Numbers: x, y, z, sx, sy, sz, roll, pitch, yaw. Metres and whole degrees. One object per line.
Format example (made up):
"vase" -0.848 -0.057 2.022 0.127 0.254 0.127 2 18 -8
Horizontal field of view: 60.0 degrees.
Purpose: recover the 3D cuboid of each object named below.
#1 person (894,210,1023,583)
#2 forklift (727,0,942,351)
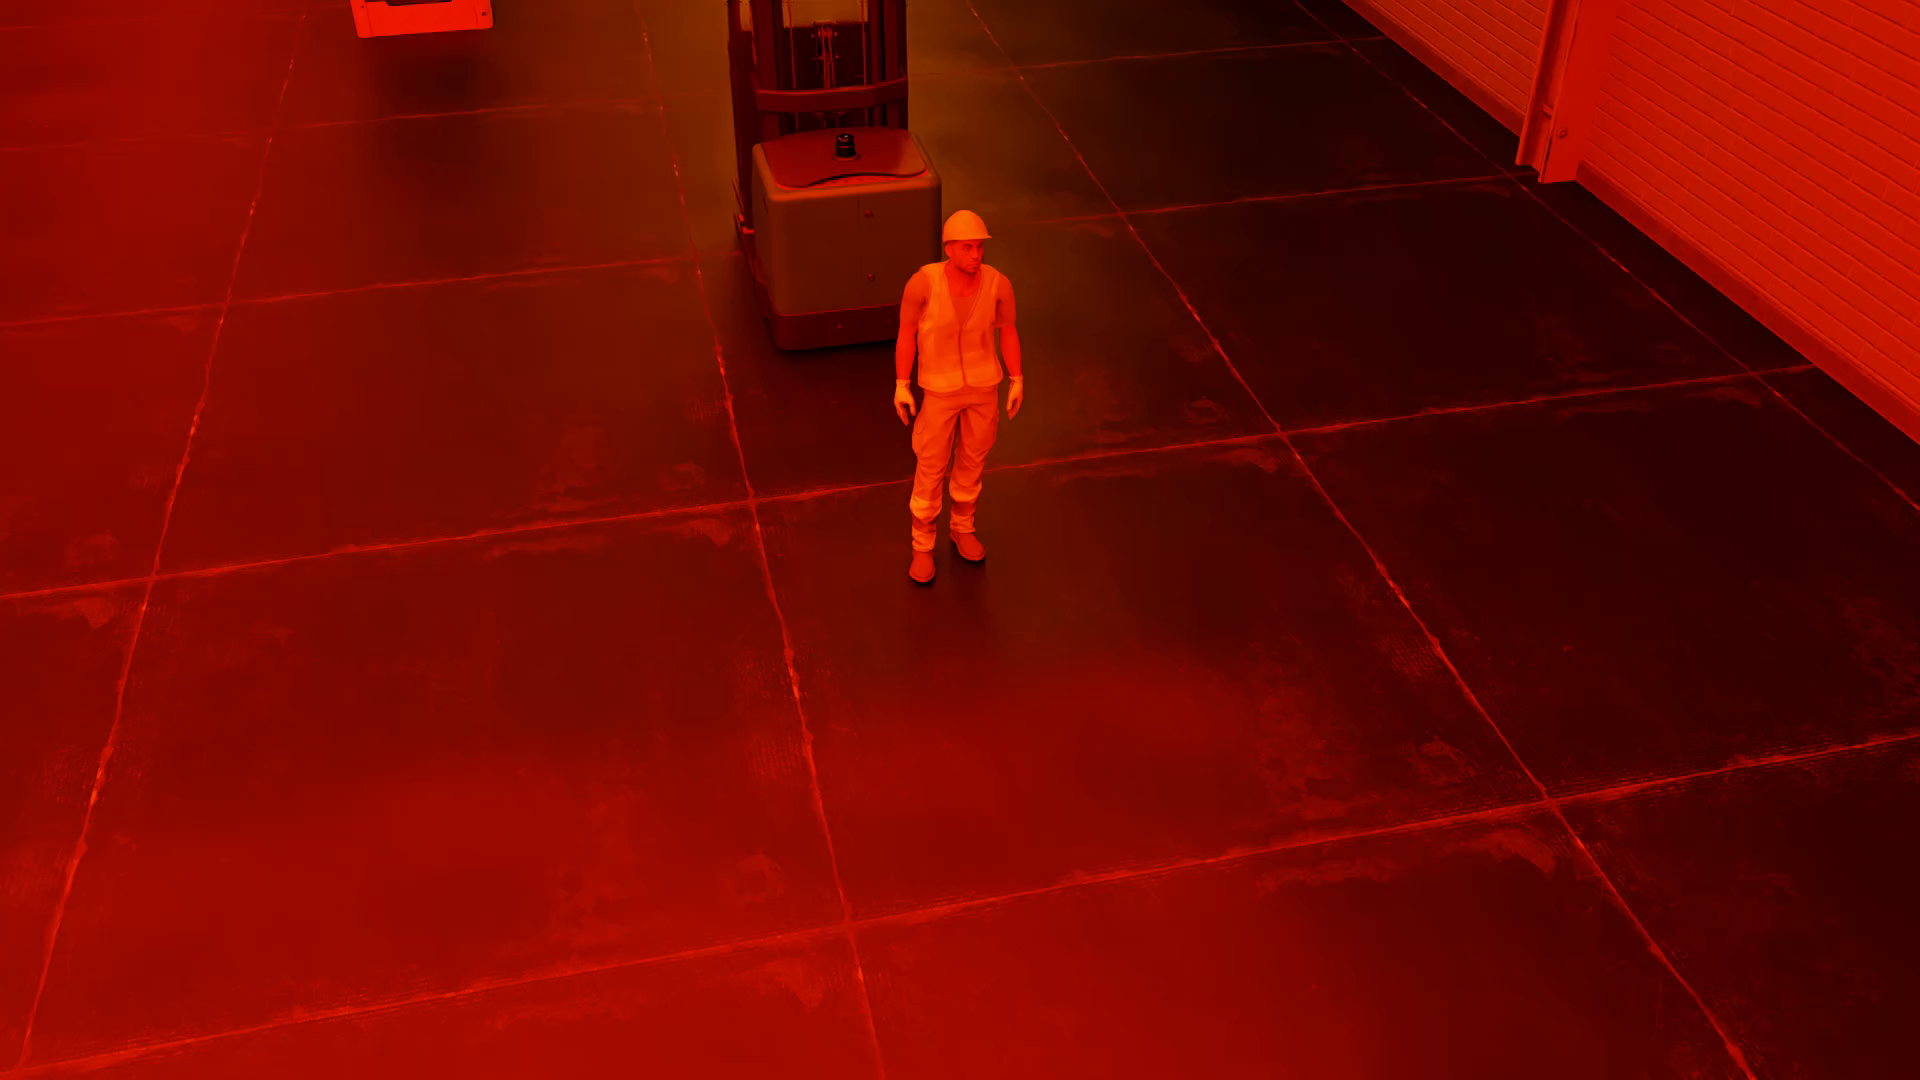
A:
"person" 0.006 -0.684 7.967 0.637 1.790 0.562 -8 36 -11
"forklift" -0.929 -3.191 10.484 1.130 2.935 3.031 -8 36 -11
